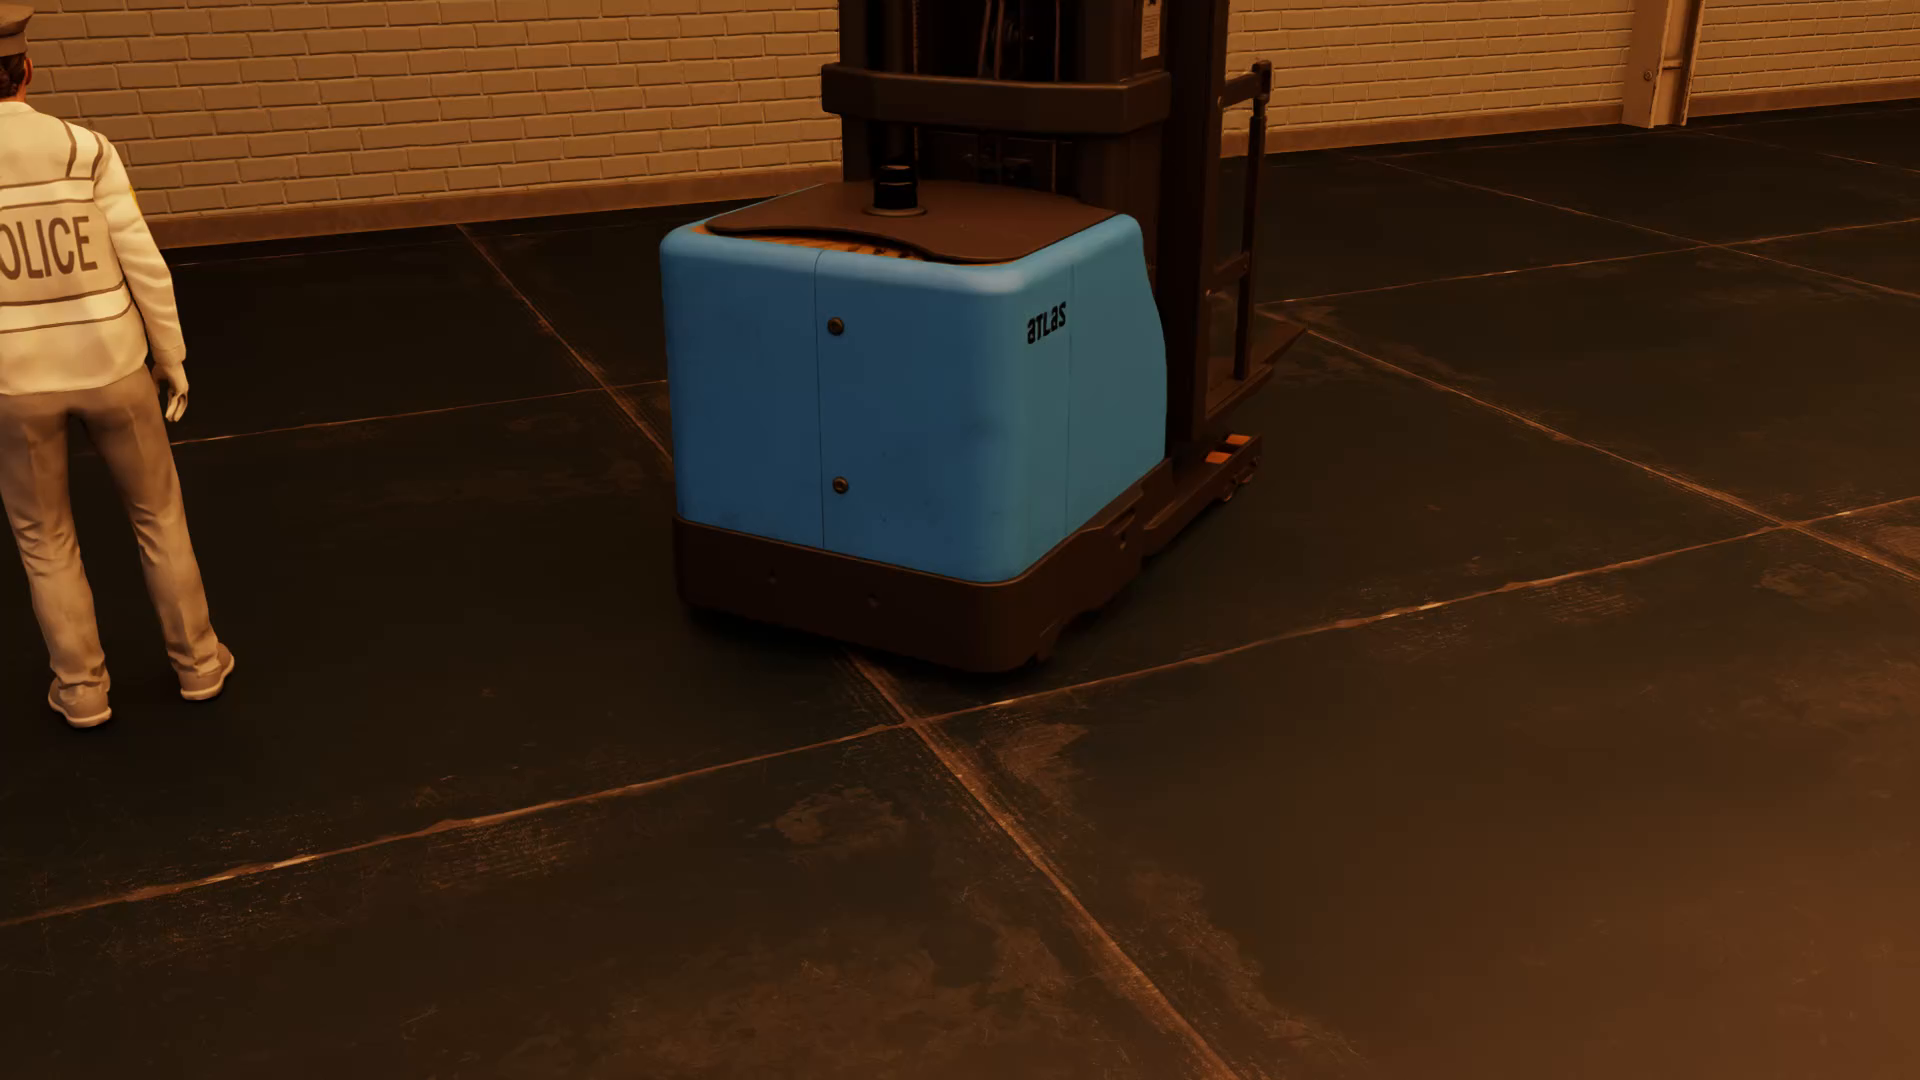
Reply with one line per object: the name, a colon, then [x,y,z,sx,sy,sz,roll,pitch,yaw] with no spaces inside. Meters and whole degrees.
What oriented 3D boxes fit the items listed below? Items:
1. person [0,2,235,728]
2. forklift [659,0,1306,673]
person: [-2.060,-0.364,3.818,0.536,1.662,0.374,-12,26,-27]
forklift: [0.360,-1.549,5.014,1.130,2.935,3.031,12,25,26]
